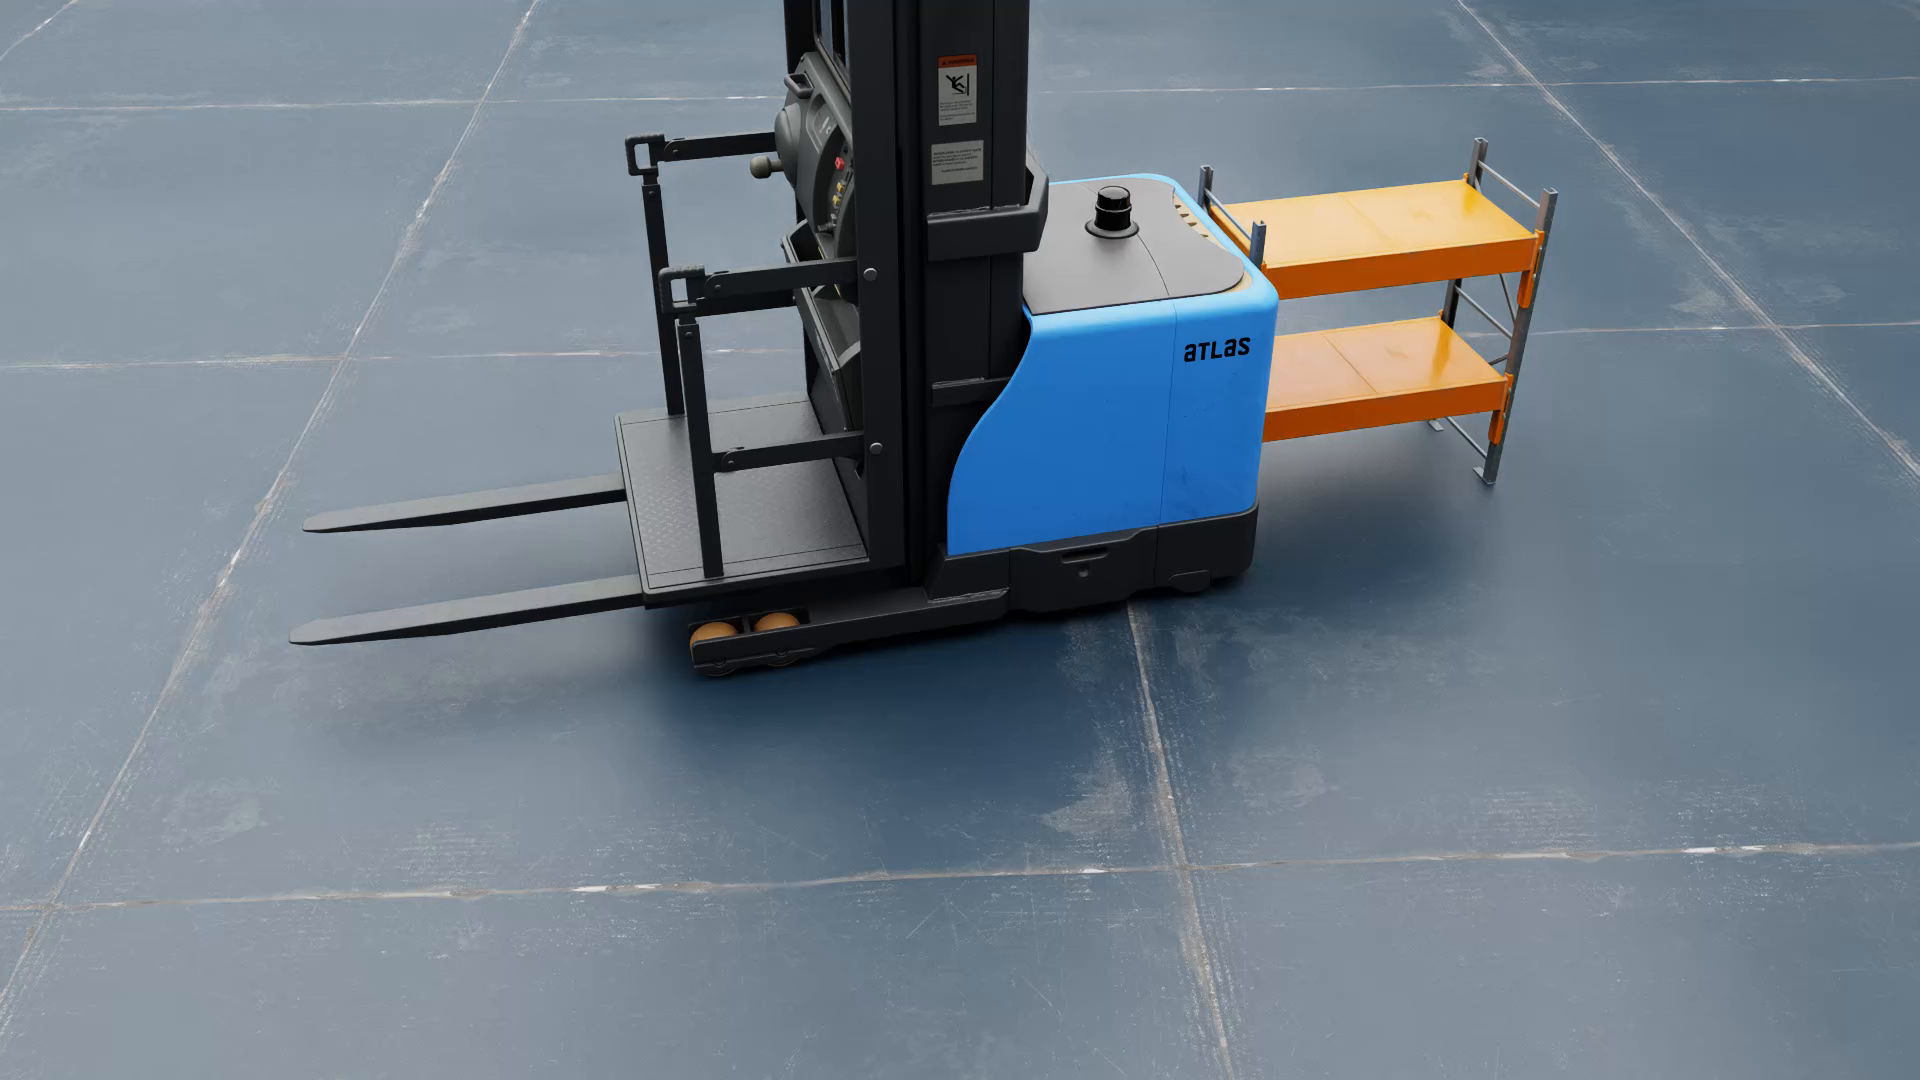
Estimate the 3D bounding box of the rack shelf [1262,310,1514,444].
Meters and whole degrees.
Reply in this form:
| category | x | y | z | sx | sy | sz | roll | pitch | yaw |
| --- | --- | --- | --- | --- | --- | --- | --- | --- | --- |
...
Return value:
| category | x | y | z | sx | sy | sz | roll | pitch | yaw |
| --- | --- | --- | --- | --- | --- | --- | --- | --- | --- |
| rack shelf | 1.377 | -0.529 | 5.956 | 1.000 | 0.278 | 0.538 | -8 | 36 | -12 |

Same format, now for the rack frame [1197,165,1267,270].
| category | x | y | z | sx | sy | sz | roll | pitch | yaw |
| --- | --- | --- | --- | --- | --- | --- | --- | --- | --- |
| rack frame | 0.884 | -0.659 | 5.713 | 0.032 | 1.125 | 0.500 | -8 | 36 | -12 |

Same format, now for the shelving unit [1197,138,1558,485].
| category | x | y | z | sx | sy | sz | roll | pitch | yaw |
| --- | --- | --- | --- | --- | --- | --- | --- | --- | --- |
| shelving unit | 1.377 | -0.730 | 5.817 | 1.048 | 1.125 | 0.538 | -8 | 36 | -12 |

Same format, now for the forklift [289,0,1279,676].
| category | x | y | z | sx | sy | sz | roll | pitch | yaw |
| --- | --- | --- | --- | --- | --- | --- | --- | --- | --- |
| forklift | -0.603 | -1.117 | 4.788 | 3.031 | 2.935 | 1.130 | -8 | 36 | -12 |

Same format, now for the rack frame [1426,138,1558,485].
| category | x | y | z | sx | sy | sz | roll | pitch | yaw |
| --- | --- | --- | --- | --- | --- | --- | --- | --- | --- |
| rack frame | 1.869 | -0.802 | 5.920 | 0.032 | 1.125 | 0.500 | -8 | 36 | -12 |

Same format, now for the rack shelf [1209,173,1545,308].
| category | x | y | z | sx | sy | sz | roll | pitch | yaw |
| --- | --- | --- | --- | --- | --- | --- | --- | --- | --- |
| rack shelf | 1.377 | -0.971 | 5.650 | 1.000 | 0.278 | 0.538 | -8 | 36 | -12 |
